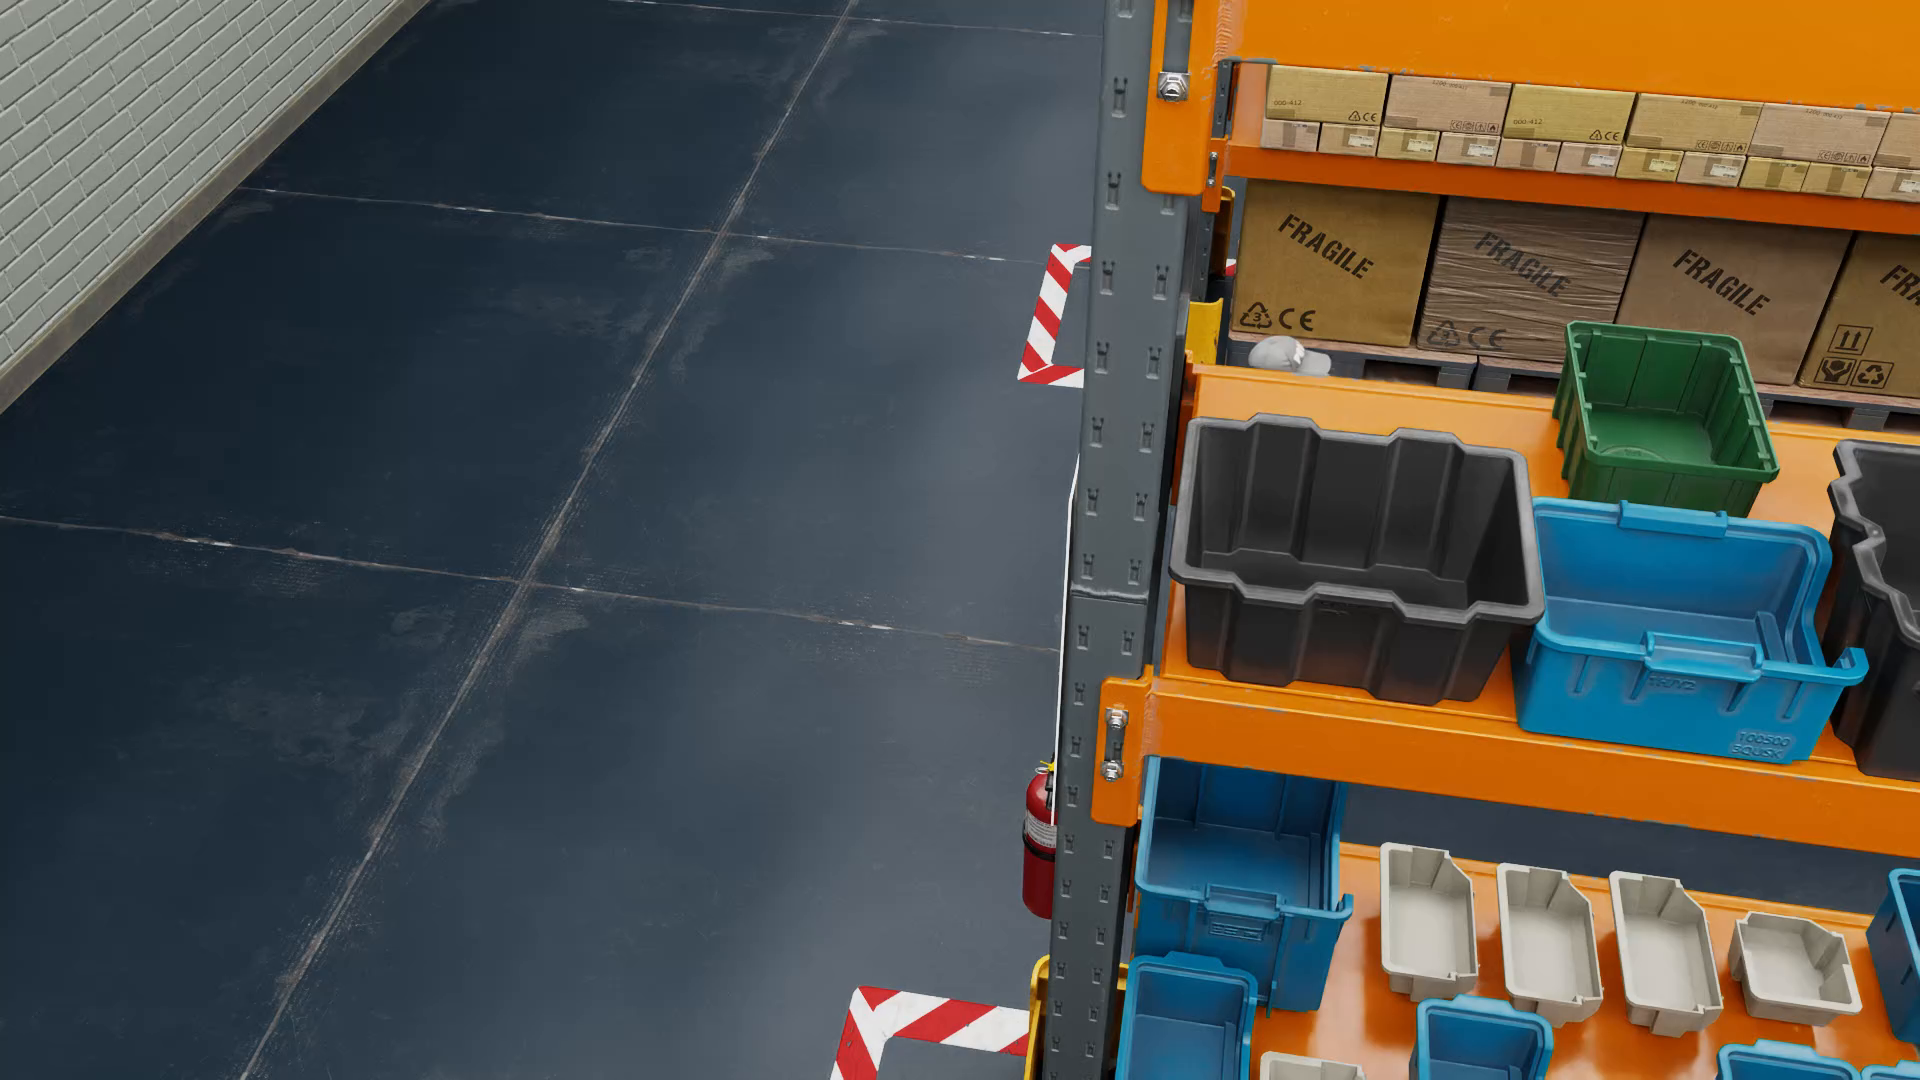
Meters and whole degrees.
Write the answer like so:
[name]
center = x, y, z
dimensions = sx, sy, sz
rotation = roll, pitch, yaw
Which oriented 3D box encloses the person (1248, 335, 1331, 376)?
[person]
center = 1.195, -0.041, 6.211
dimensions = 0.539, 1.662, 0.452
rotation = 7, 41, 8
